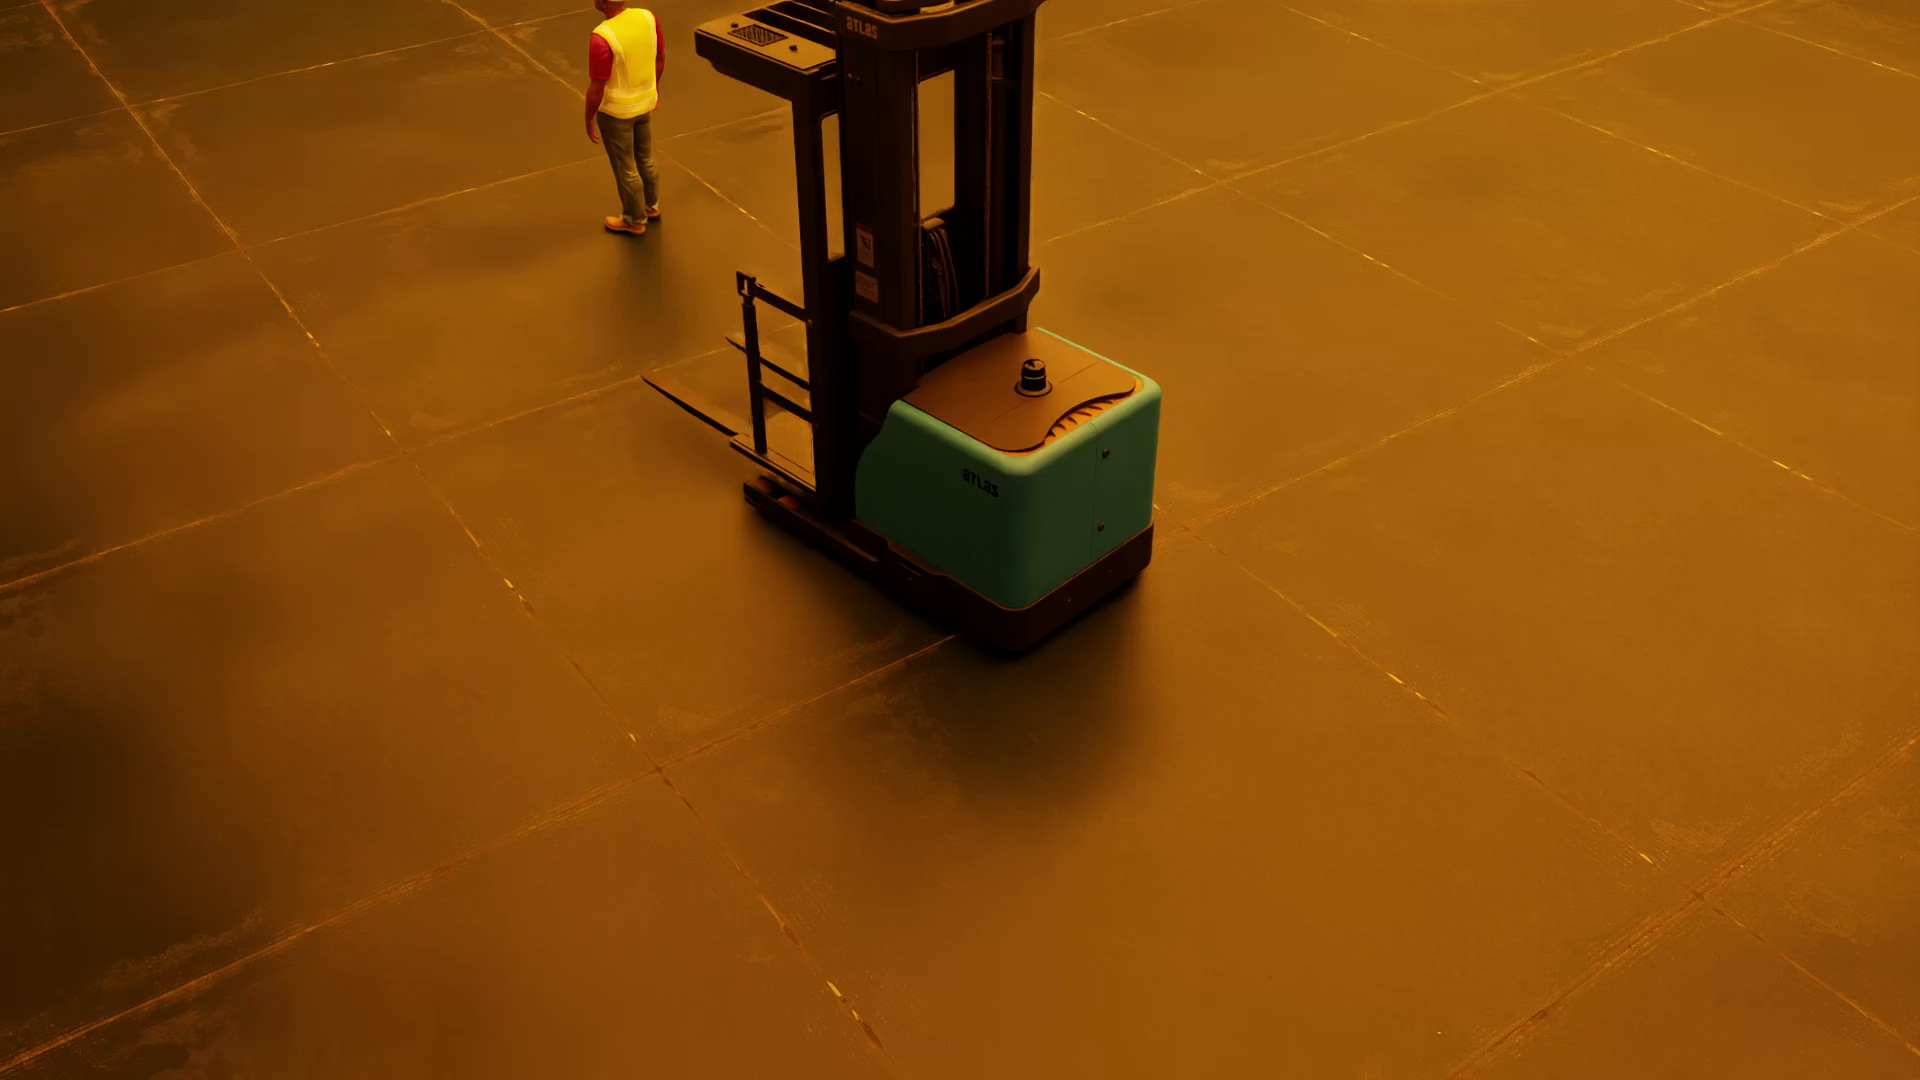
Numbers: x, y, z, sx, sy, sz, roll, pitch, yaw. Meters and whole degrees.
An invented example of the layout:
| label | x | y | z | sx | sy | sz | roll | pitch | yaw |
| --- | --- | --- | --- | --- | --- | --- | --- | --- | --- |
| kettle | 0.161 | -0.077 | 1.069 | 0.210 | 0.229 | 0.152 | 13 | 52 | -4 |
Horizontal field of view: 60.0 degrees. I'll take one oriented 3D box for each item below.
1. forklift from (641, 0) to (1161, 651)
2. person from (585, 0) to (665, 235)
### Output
| label | x | y | z | sx | sy | sz | roll | pitch | yaw |
| --- | --- | --- | --- | --- | --- | --- | --- | --- | --- |
| forklift | -0.471 | -1.438 | 7.889 | 3.031 | 2.935 | 1.130 | 30 | 46 | 34 |
| person | -2.212 | -2.826 | 10.737 | 0.565 | 1.768 | 0.665 | 23 | 42 | 28 |
